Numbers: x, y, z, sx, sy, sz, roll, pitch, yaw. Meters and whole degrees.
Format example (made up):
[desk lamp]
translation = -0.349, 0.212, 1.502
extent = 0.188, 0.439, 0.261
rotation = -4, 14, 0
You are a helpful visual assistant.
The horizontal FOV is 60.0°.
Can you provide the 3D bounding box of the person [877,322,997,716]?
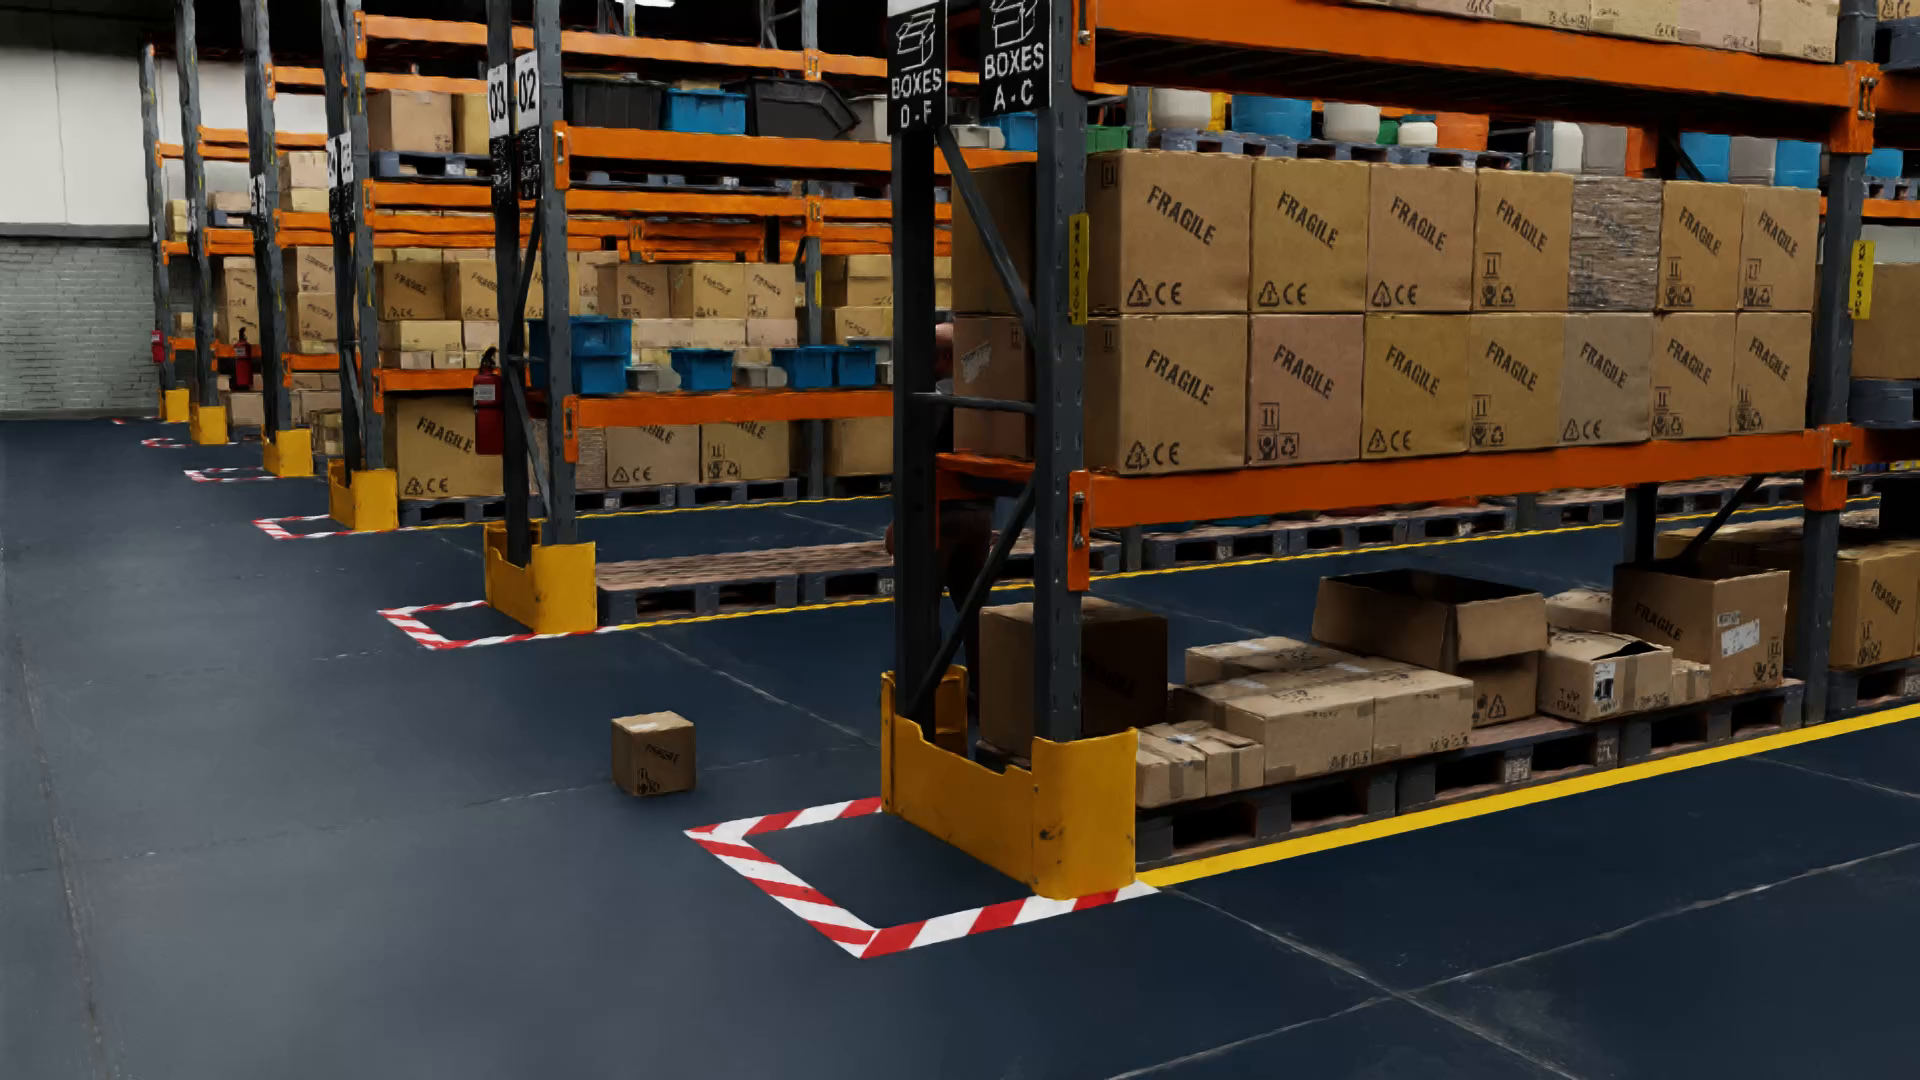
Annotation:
[person]
translation = -0.087, -0.078, 7.266
extent = 0.470, 1.730, 0.588
rotation = 7, 11, 41
